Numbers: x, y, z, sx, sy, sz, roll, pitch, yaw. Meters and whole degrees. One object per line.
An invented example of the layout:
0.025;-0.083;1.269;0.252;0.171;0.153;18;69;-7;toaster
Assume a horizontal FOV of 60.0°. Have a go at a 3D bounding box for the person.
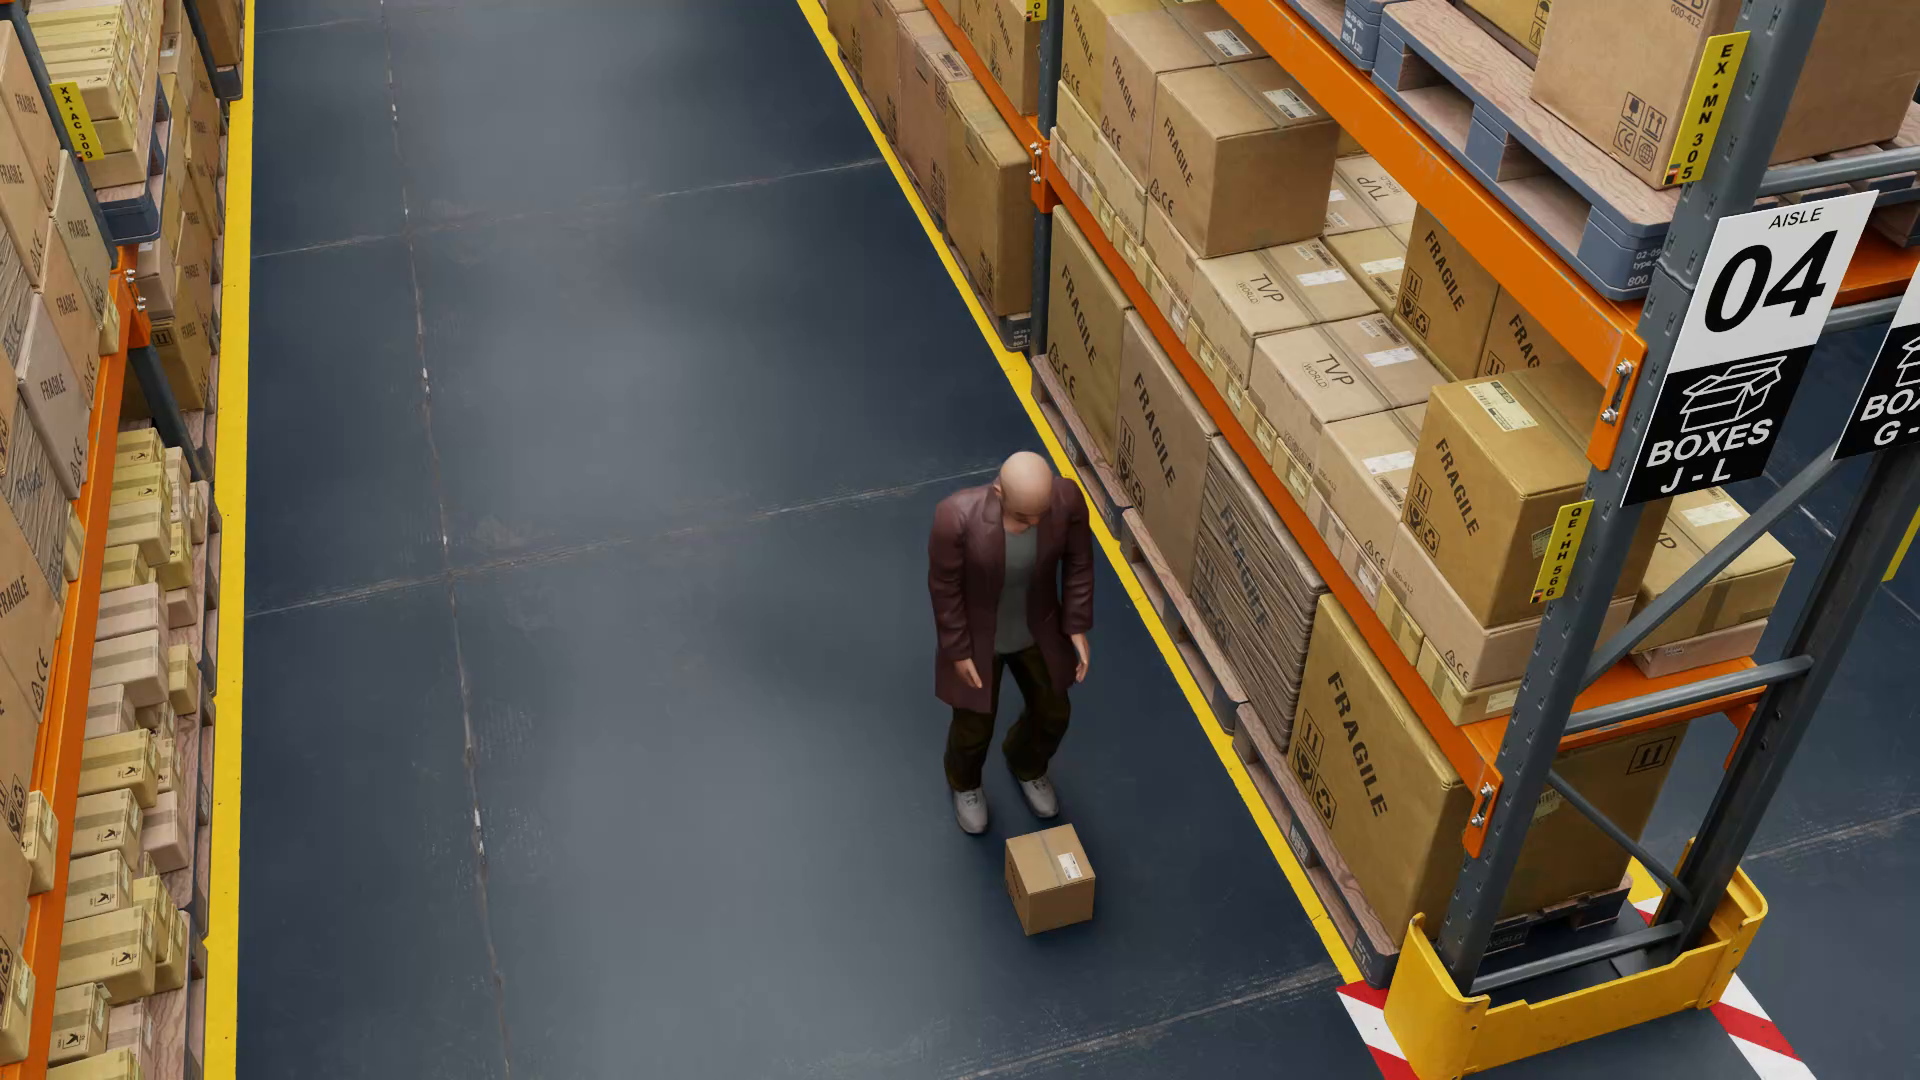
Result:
0.182;0.336;5.846;0.591;1.719;0.432;-11;43;-12;person
